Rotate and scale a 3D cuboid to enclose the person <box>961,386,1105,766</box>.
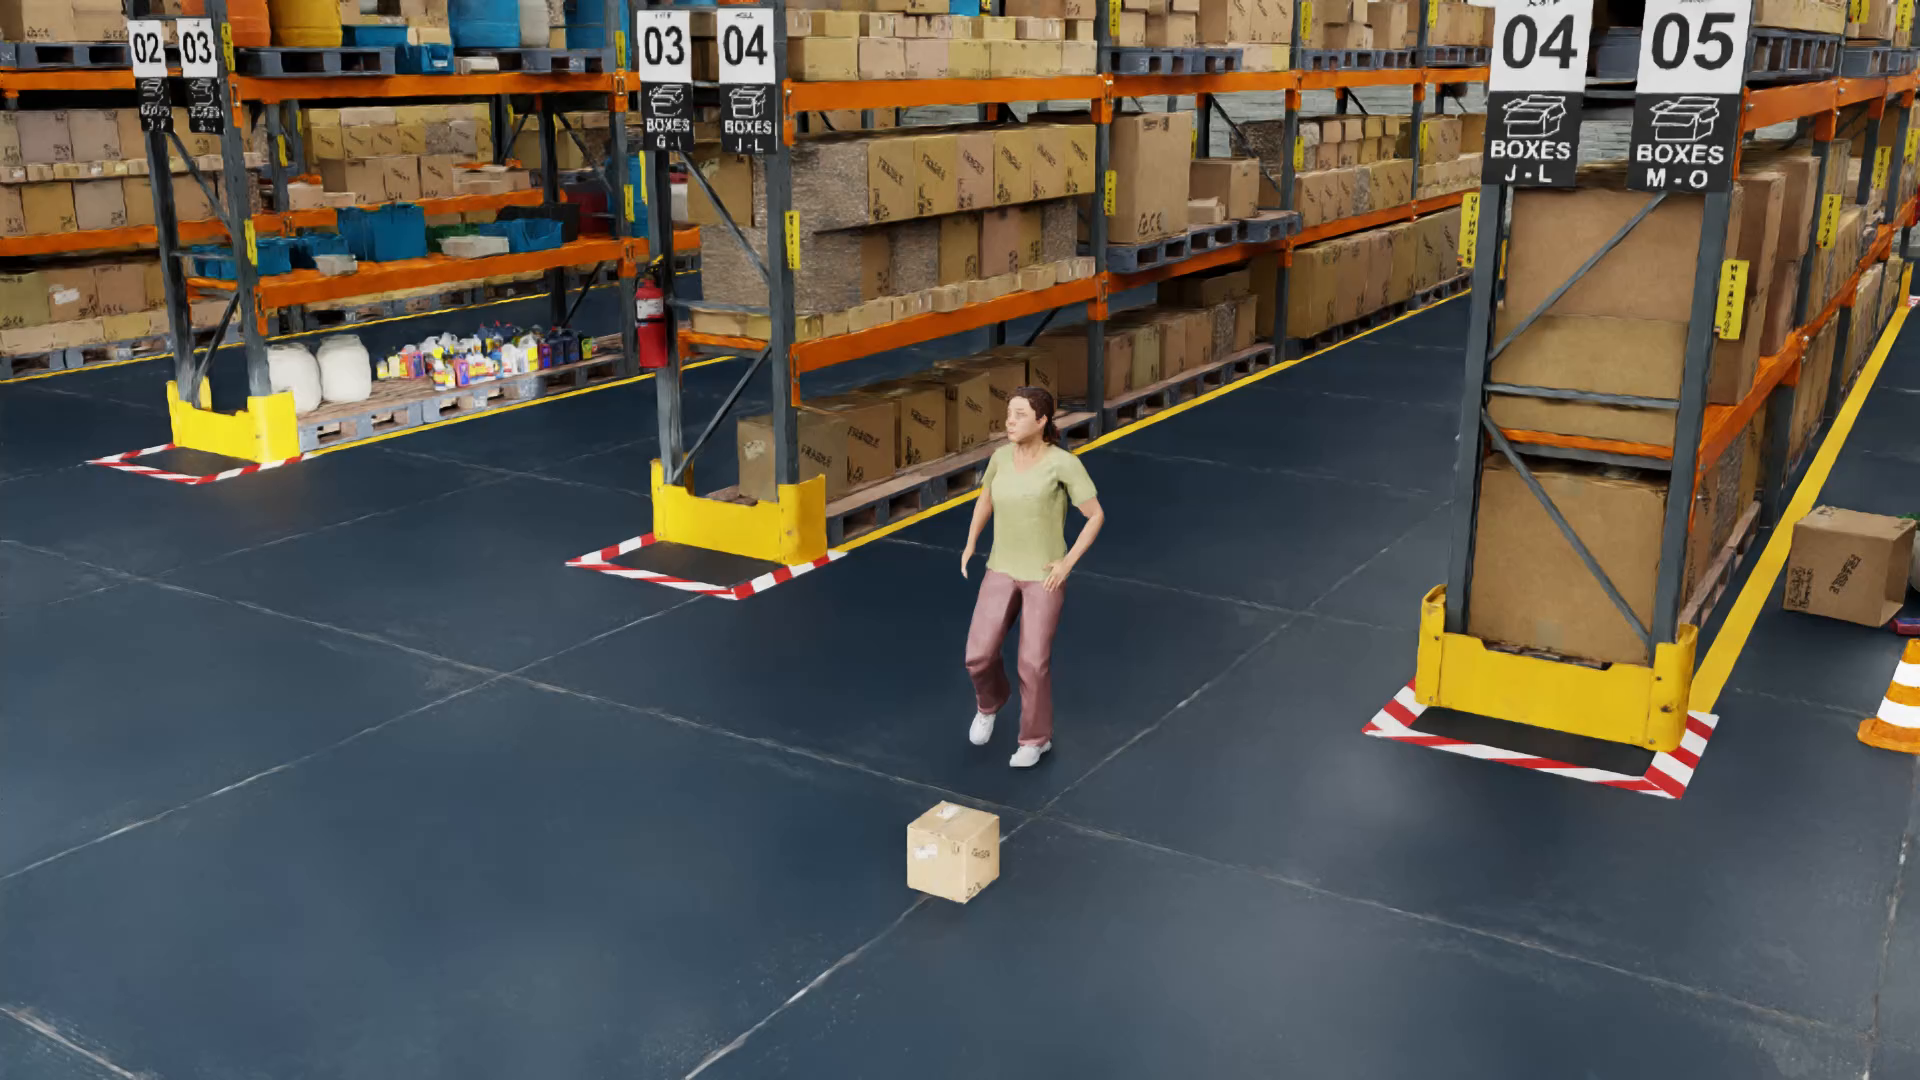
[{"bbox_3d":[0.286,0.174,7.025,0.616,1.626,0.488,6,17,21],"label":"person"}]
